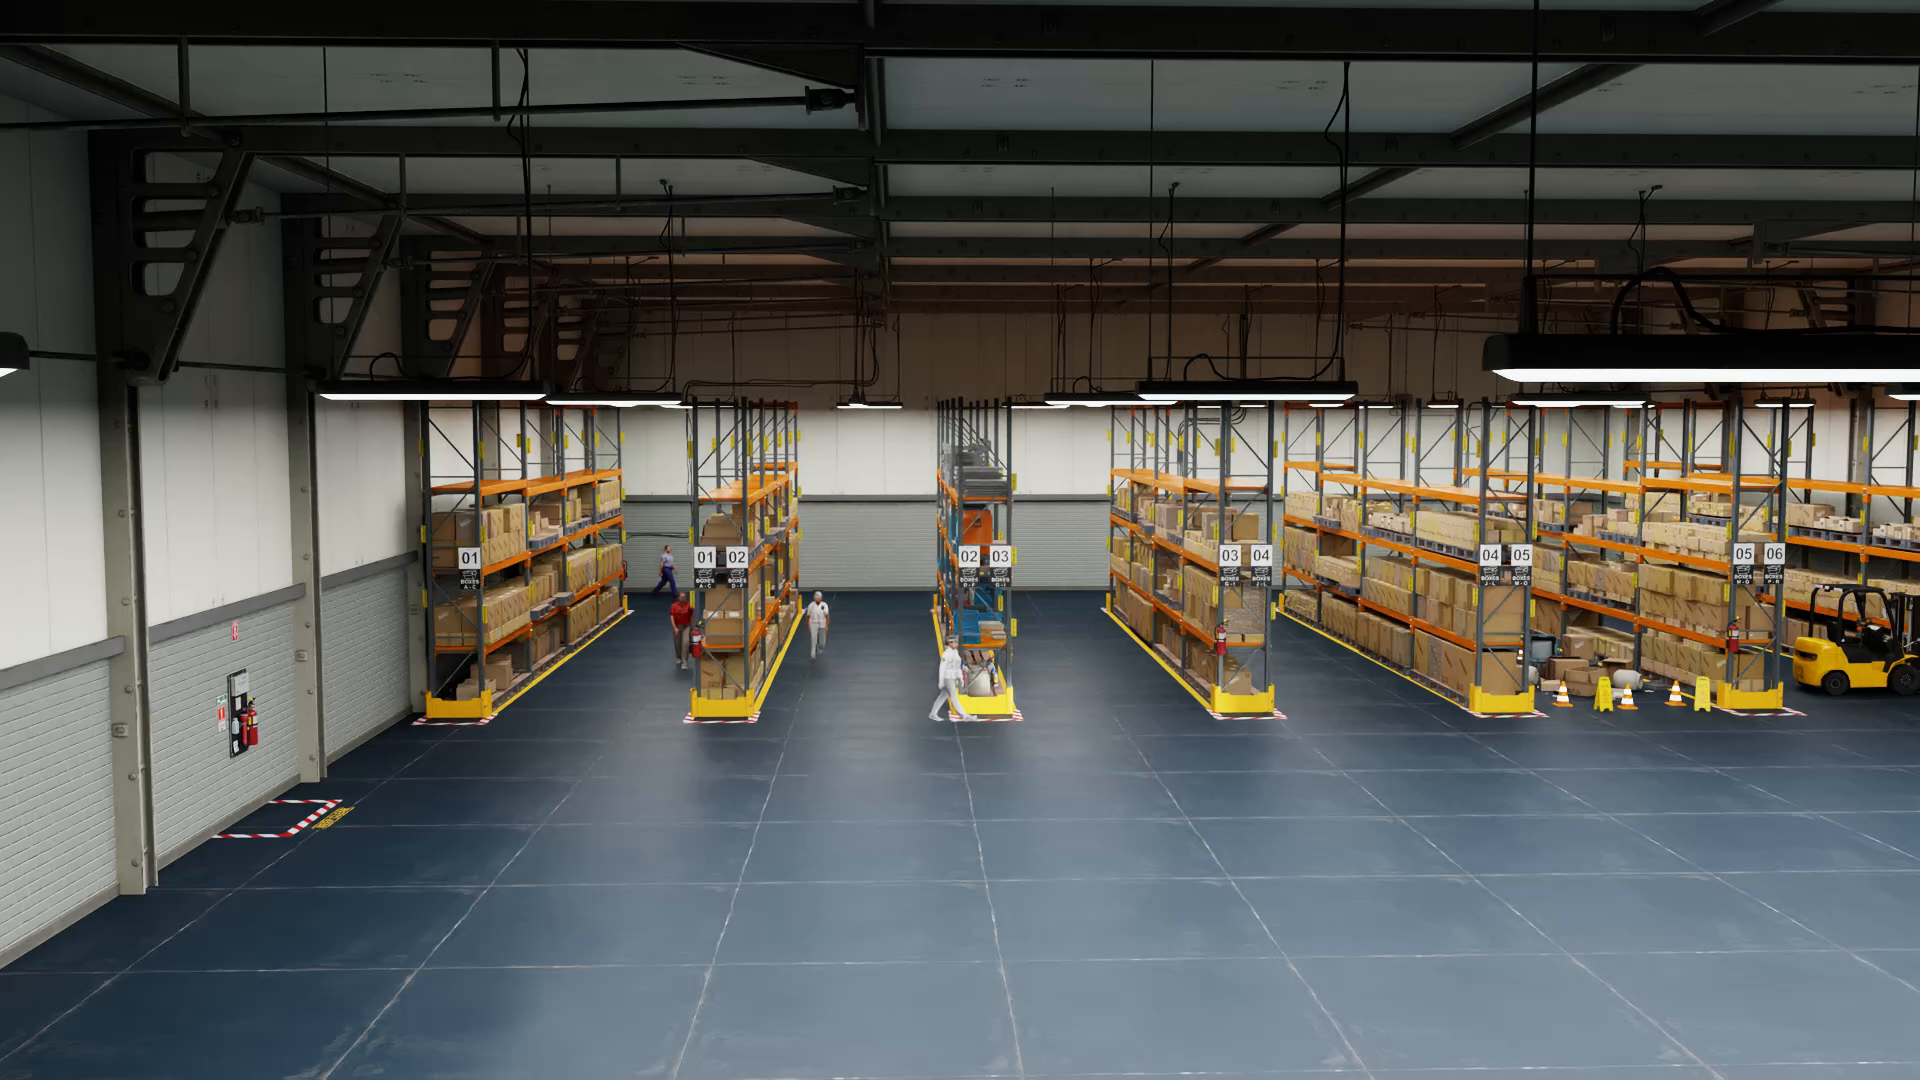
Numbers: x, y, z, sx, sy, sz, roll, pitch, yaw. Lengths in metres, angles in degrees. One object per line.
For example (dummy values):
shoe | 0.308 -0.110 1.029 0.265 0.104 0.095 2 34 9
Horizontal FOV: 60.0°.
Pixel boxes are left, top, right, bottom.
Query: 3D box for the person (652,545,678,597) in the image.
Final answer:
person | -9.038 0.951 51.362 1.019 1.601 0.465 1 4 8

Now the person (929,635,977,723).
person | -0.105 2.538 30.443 1.021 1.620 0.498 2 5 19

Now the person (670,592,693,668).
person | -6.236 1.994 37.280 0.528 1.673 0.978 -1 4 -11

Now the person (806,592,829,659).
person | -3.168 1.886 37.116 0.517 1.458 1.061 -1 5 -15
